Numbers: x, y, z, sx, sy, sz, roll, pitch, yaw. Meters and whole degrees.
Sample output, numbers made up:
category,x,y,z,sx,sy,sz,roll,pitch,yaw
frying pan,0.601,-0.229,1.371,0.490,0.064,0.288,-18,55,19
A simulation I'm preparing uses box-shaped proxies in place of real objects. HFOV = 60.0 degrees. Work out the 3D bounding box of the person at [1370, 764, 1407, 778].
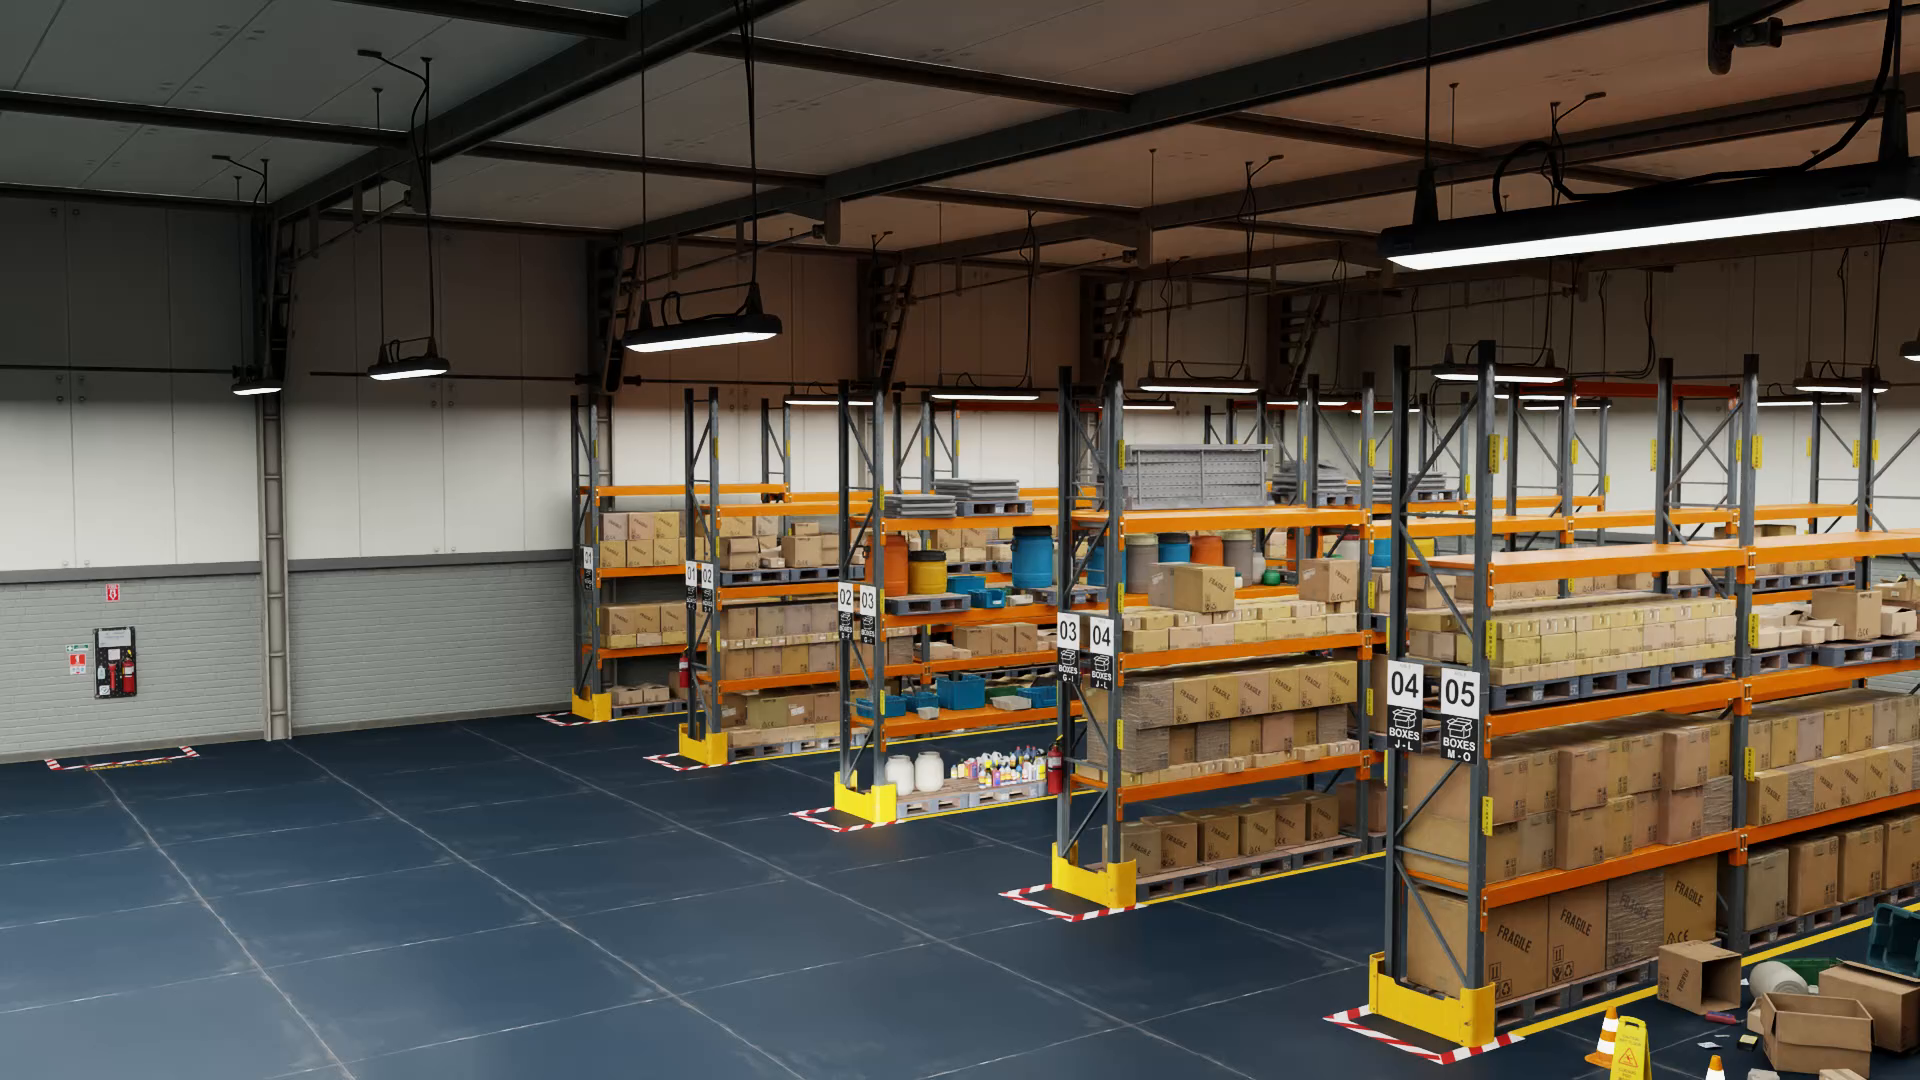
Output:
category,x,y,z,sx,sy,sz,roll,pitch,yaw
person,6.136,2.892,24.083,0.942,1.636,0.508,-2,4,-25
